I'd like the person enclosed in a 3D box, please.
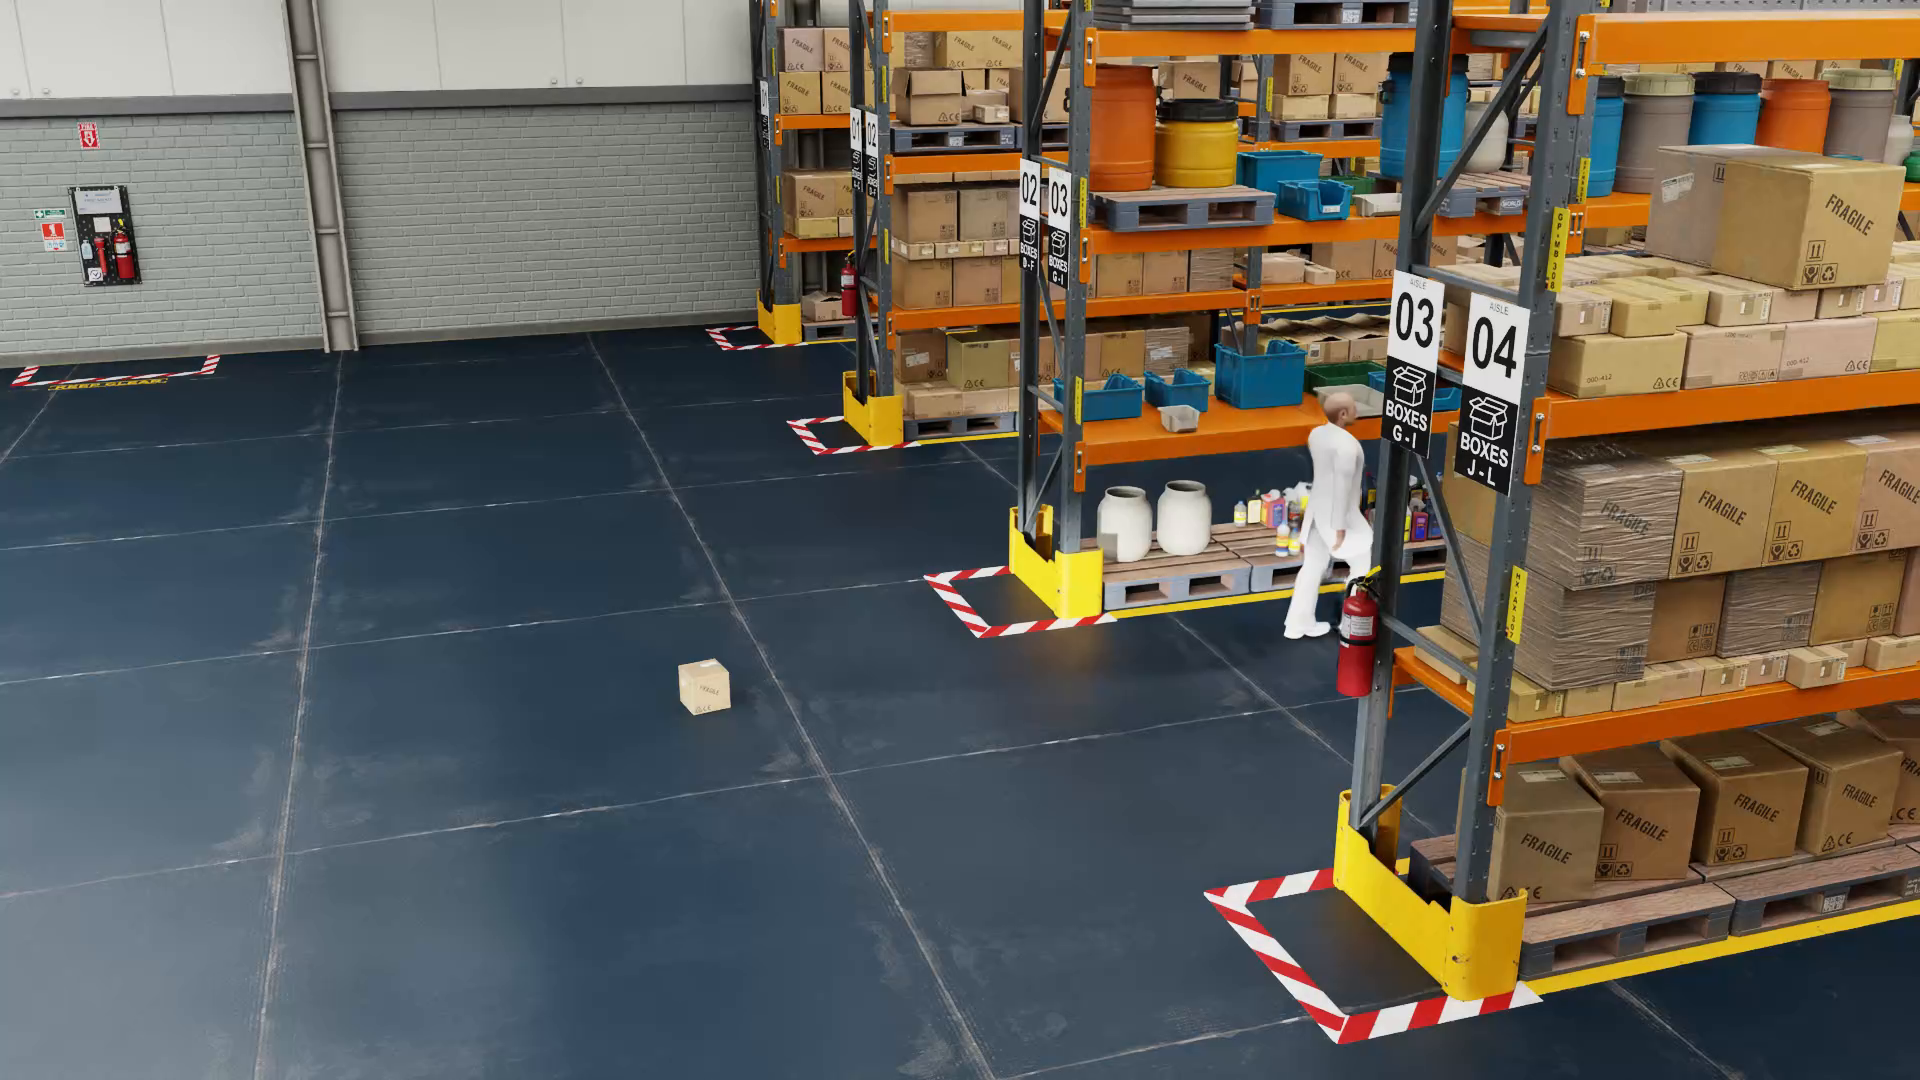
[{"bbox_3d":[2.607,-0.119,11.495,0.664,1.855,0.586,-6,20,-18],"label":"person"}]
